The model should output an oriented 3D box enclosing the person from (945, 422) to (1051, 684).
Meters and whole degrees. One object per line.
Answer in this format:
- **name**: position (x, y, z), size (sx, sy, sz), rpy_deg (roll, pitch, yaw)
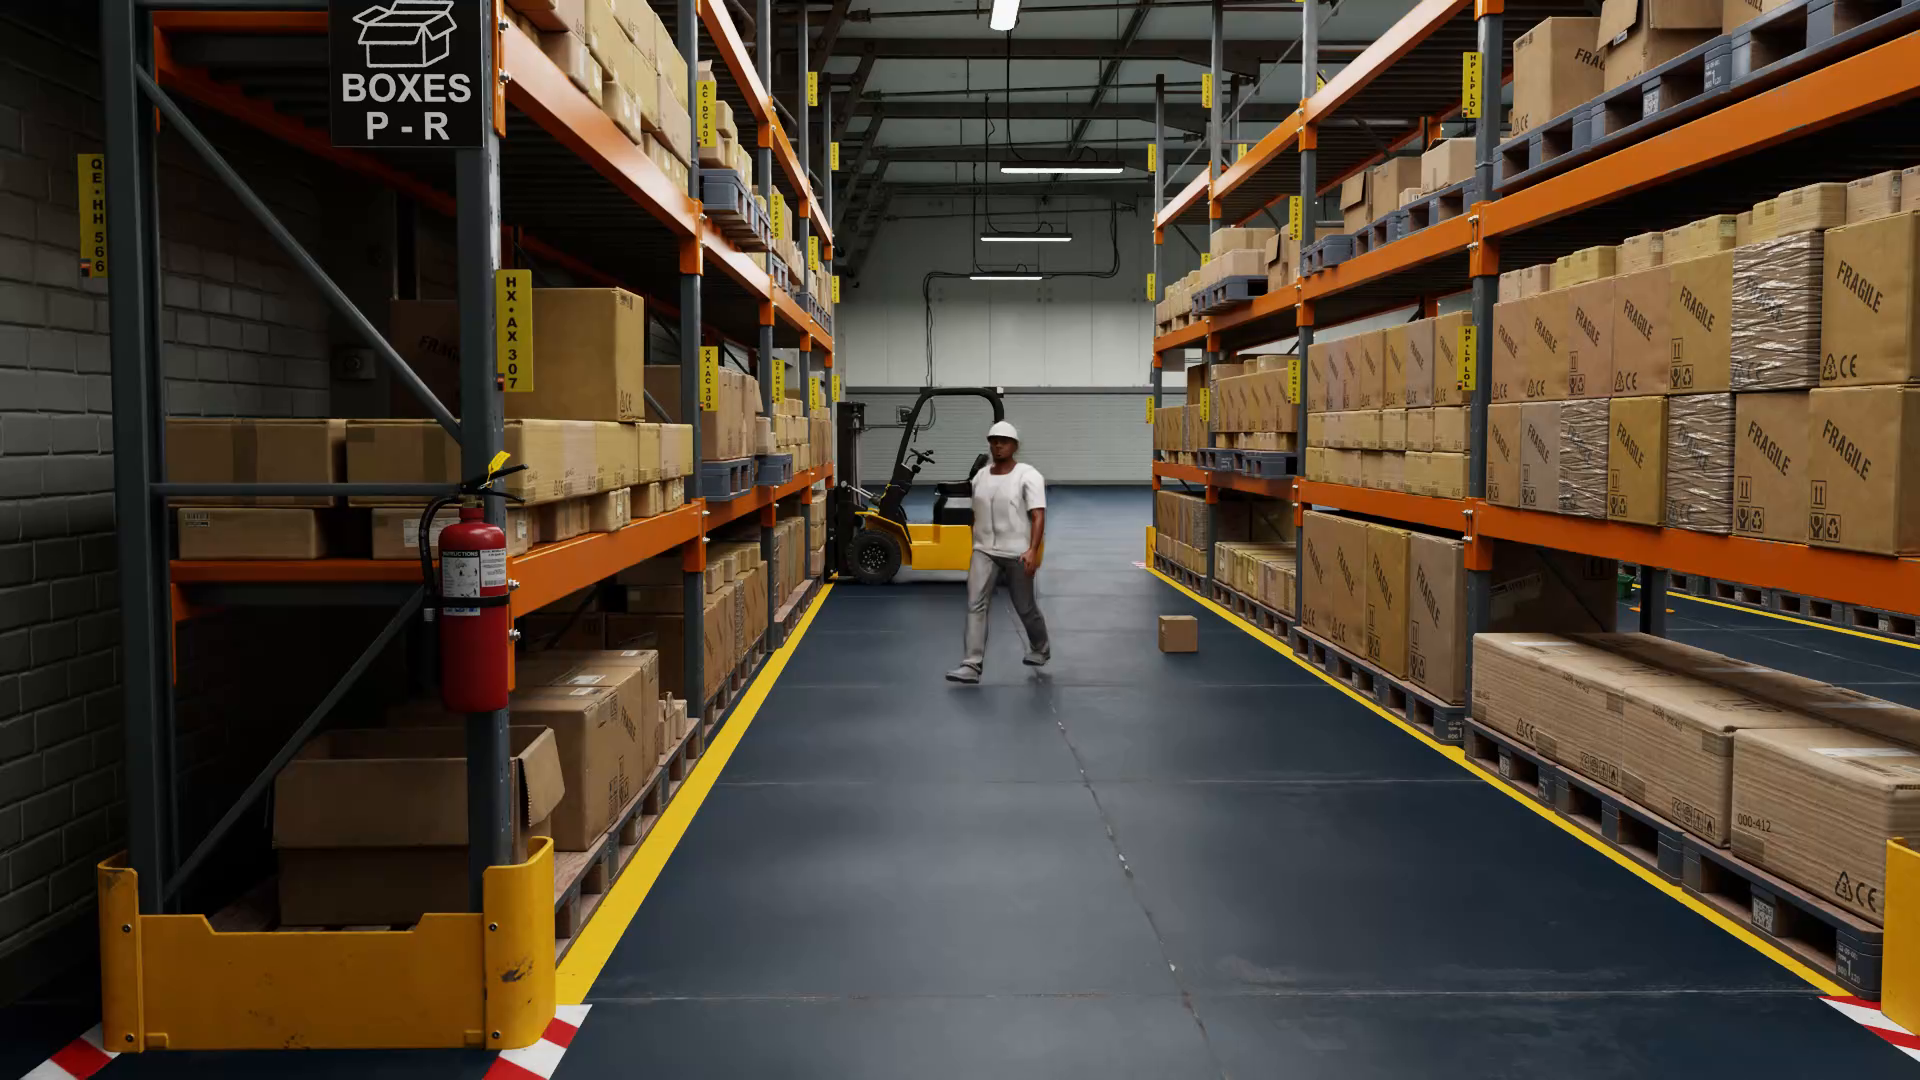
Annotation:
- **person**: position (0.280, 0.074, 11.037), size (0.604, 1.718, 1.081), rpy_deg (2, 4, 24)
